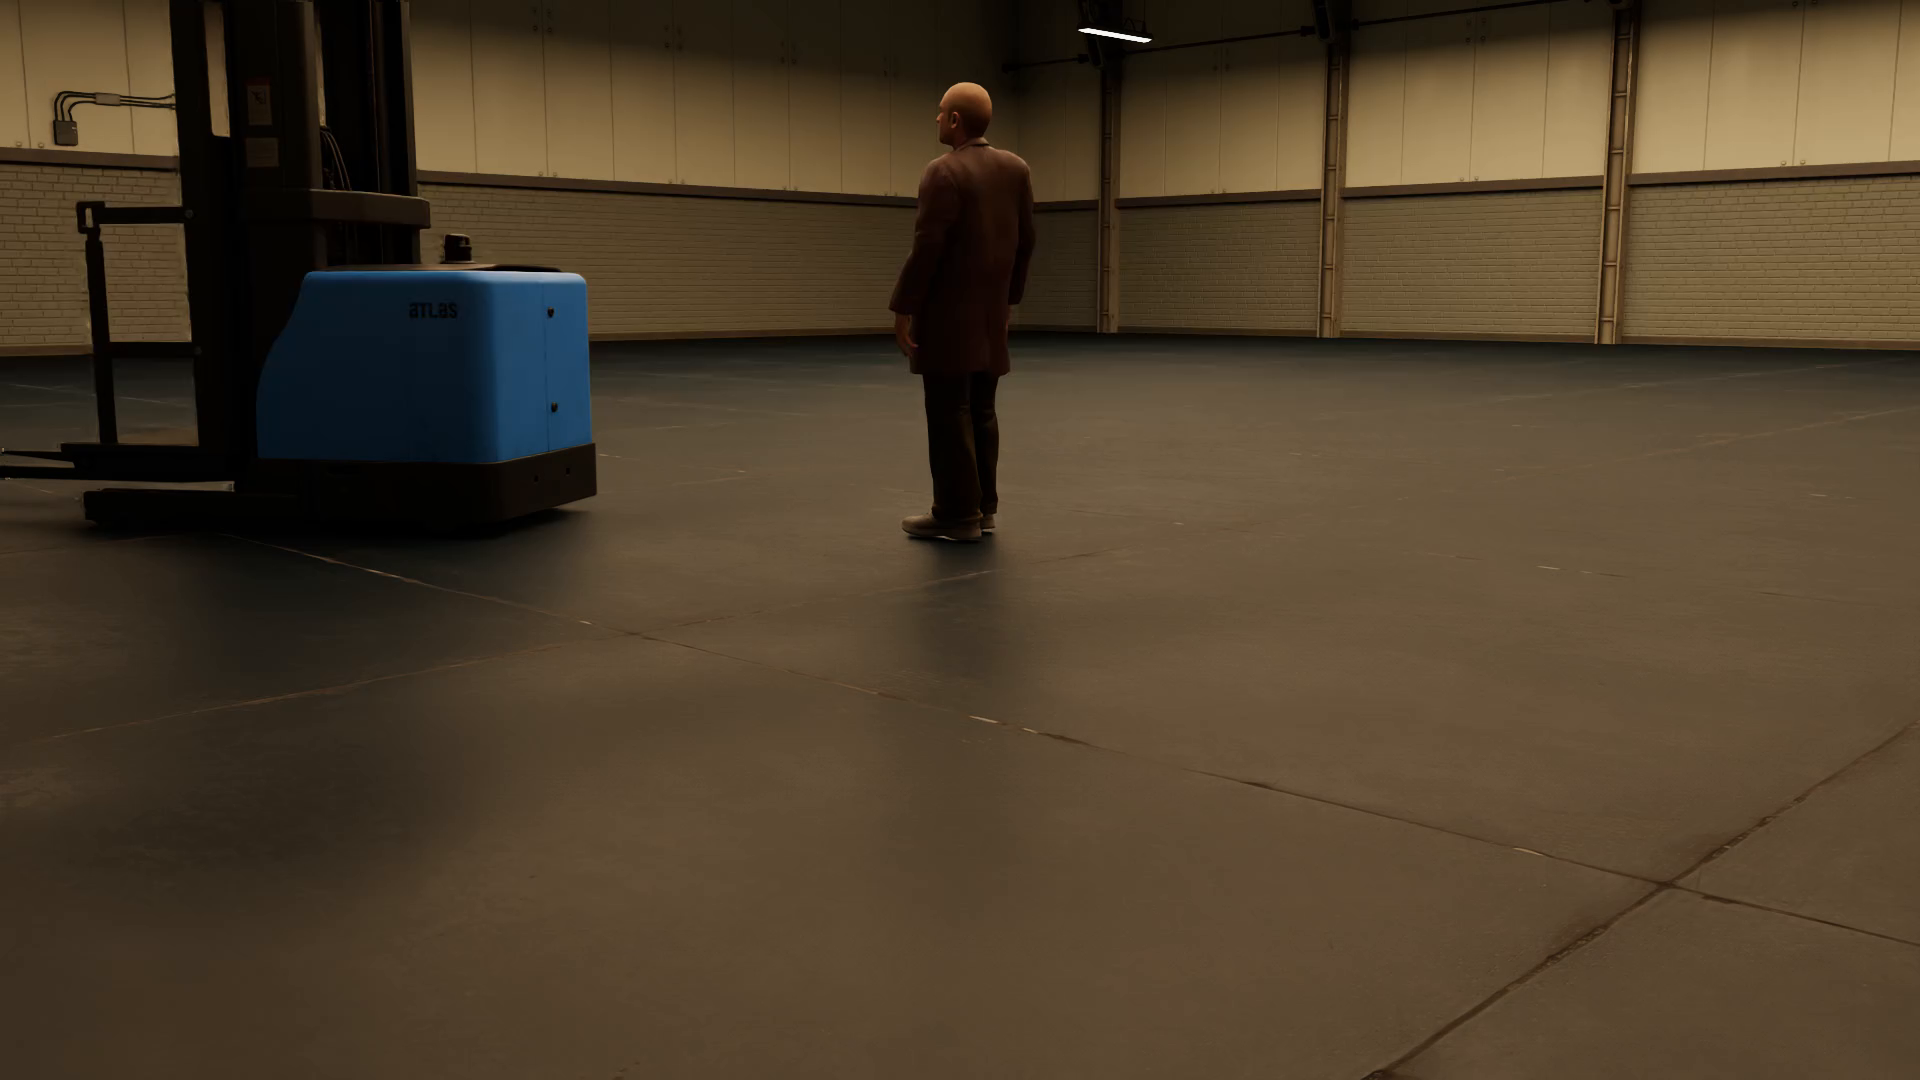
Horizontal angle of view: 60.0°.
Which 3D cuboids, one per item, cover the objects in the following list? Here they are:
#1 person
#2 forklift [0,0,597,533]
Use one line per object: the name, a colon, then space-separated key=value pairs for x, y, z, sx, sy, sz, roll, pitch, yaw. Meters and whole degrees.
person: x=-0.064 y=-0.896 z=6.650 sx=0.579 sy=1.778 sz=0.696 roll=8 pitch=12 yaw=43
forklift: x=-3.232 y=-1.568 z=7.287 sx=3.031 sy=2.935 sz=1.130 roll=2 pitch=9 yaw=12
